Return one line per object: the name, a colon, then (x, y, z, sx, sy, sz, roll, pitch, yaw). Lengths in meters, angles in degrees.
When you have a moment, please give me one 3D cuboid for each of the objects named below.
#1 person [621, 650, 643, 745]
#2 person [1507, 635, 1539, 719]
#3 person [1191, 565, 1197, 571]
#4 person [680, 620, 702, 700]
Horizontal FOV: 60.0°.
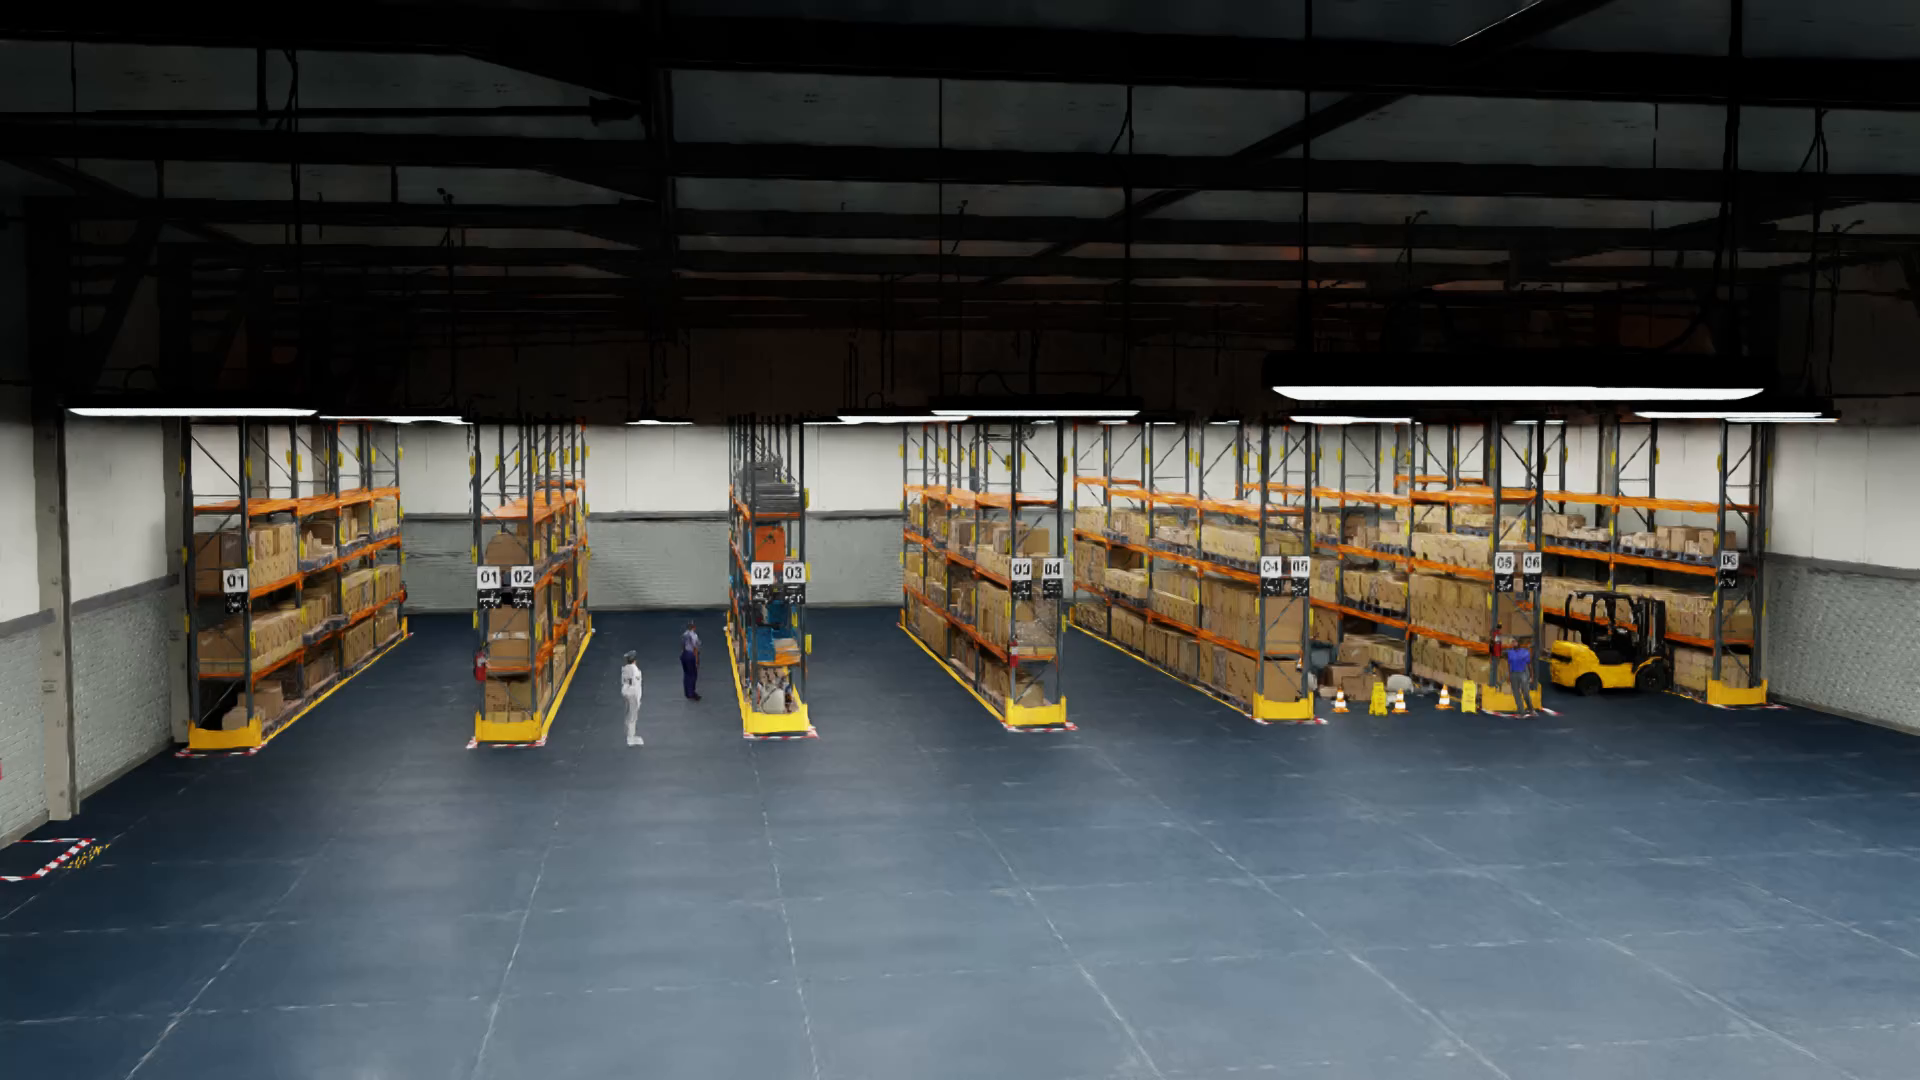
person: (-5.891, 2.833, 29.999, 0.409, 1.674, 0.532, -3, 5, -41)
person: (11.009, 2.686, 32.524, 0.598, 1.641, 0.437, 3, 5, 36)
person: (7.617, 1.282, 53.211, 0.613, 1.660, 0.499, -4, 5, -42)
person: (-5.641, 2.508, 35.006, 0.428, 1.652, 0.534, -3, 5, -41)
